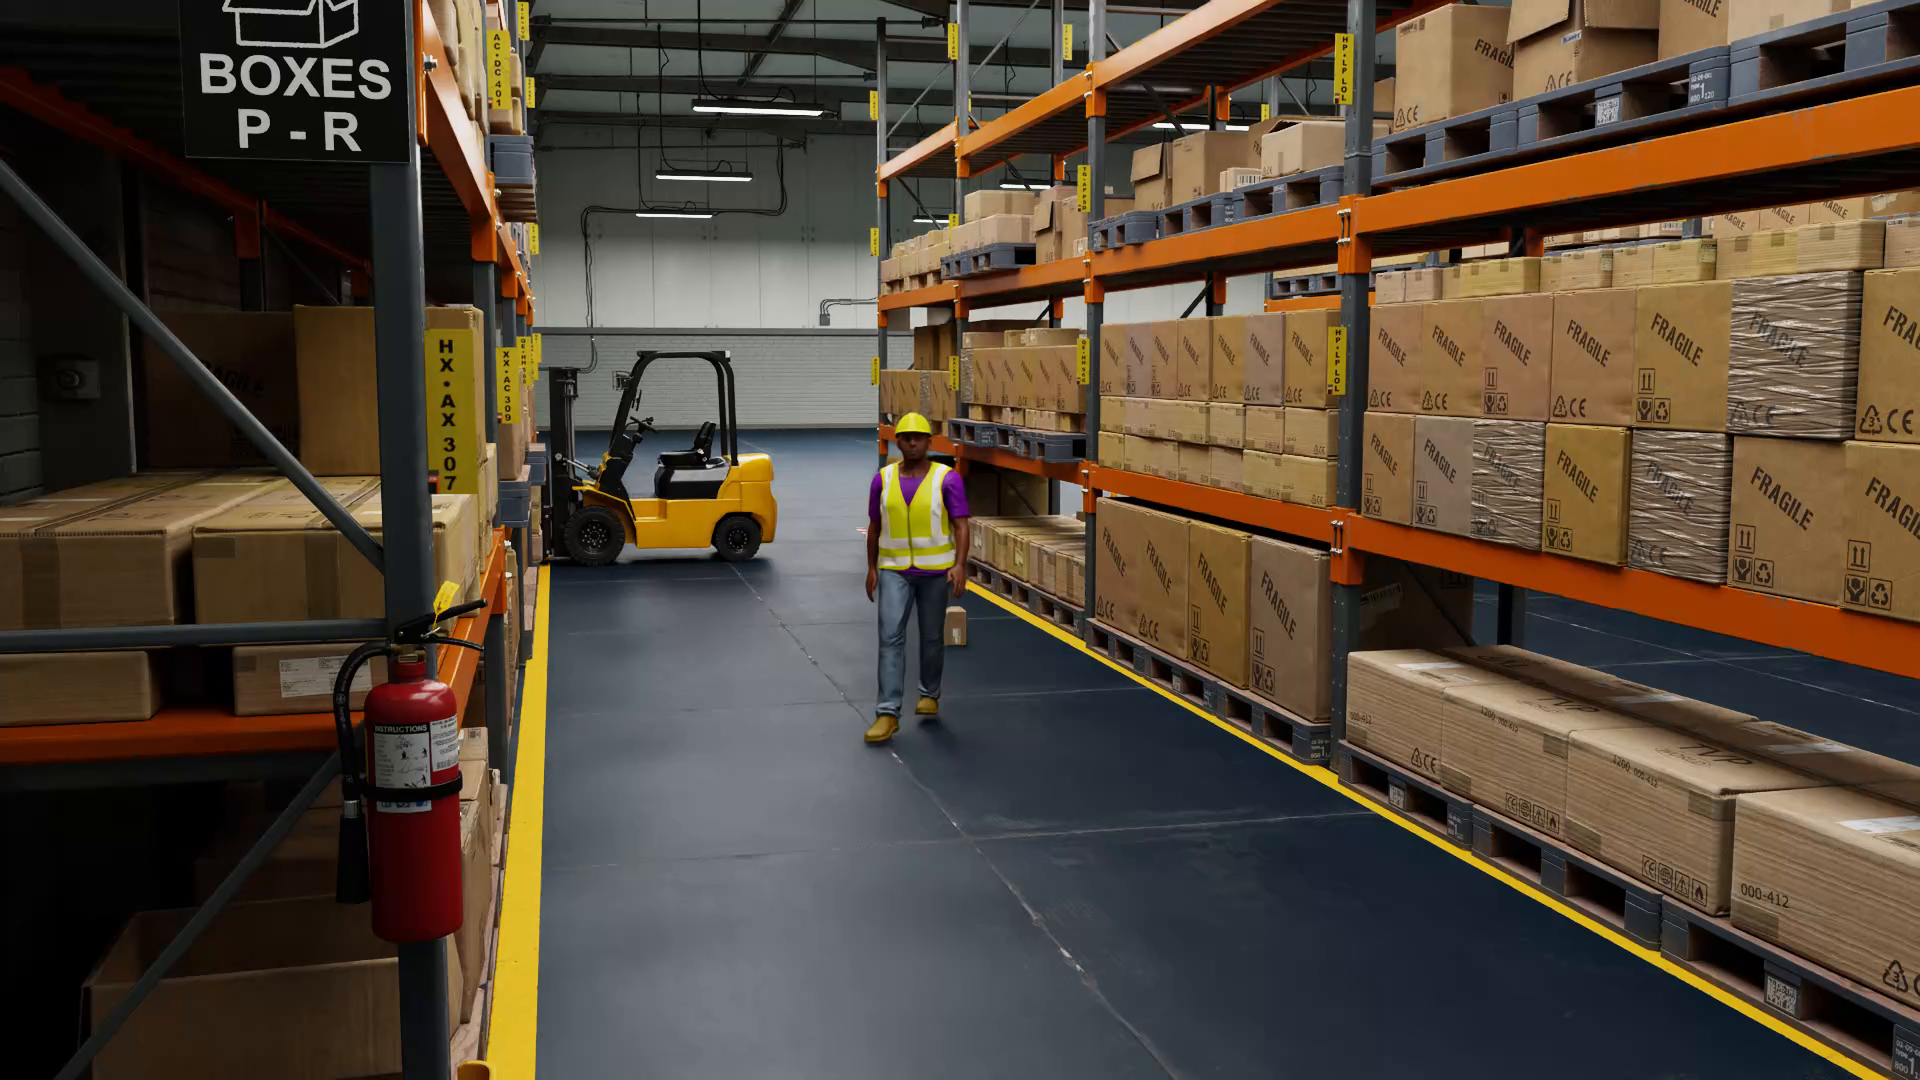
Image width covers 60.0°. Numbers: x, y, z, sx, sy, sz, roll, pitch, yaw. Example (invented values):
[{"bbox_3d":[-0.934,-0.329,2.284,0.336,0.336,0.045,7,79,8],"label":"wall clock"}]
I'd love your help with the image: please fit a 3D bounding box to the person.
[{"bbox_3d":[-0.253,0.169,9.126,0.612,1.726,0.942,1,6,6],"label":"person"}]
